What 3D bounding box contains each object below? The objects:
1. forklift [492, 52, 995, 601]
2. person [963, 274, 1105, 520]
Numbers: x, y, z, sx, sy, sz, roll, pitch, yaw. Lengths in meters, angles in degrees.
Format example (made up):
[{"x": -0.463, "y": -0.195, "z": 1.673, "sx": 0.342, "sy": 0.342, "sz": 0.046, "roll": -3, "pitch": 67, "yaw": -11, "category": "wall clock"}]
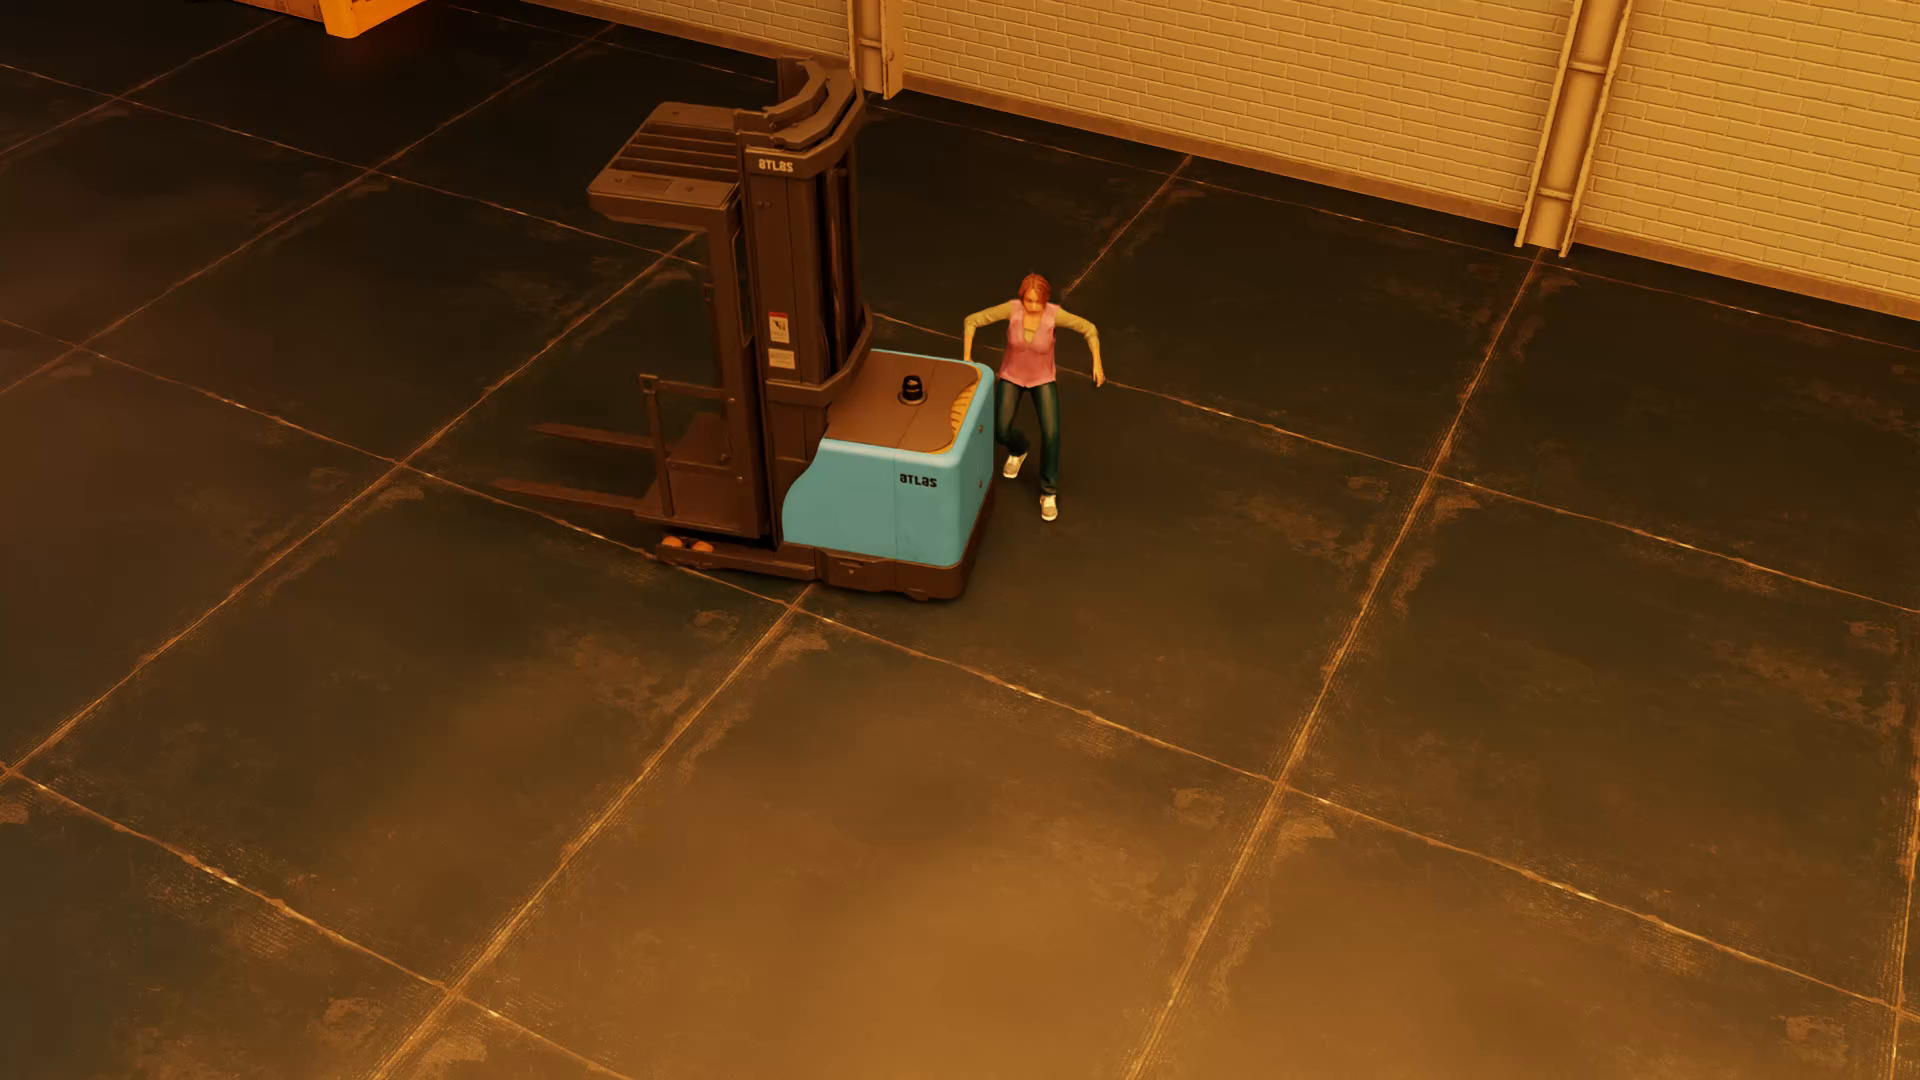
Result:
[{"x": -1.355, "y": -1.266, "z": 9.489, "sx": 3.031, "sy": 2.935, "sz": 1.130, "roll": 9, "pitch": 41, "yaw": 10, "category": "forklift"}, {"x": 0.431, "y": -0.895, "z": 10.165, "sx": 0.887, "sy": 1.476, "sz": 0.682, "roll": 5, "pitch": 40, "yaw": 6, "category": "person"}]
